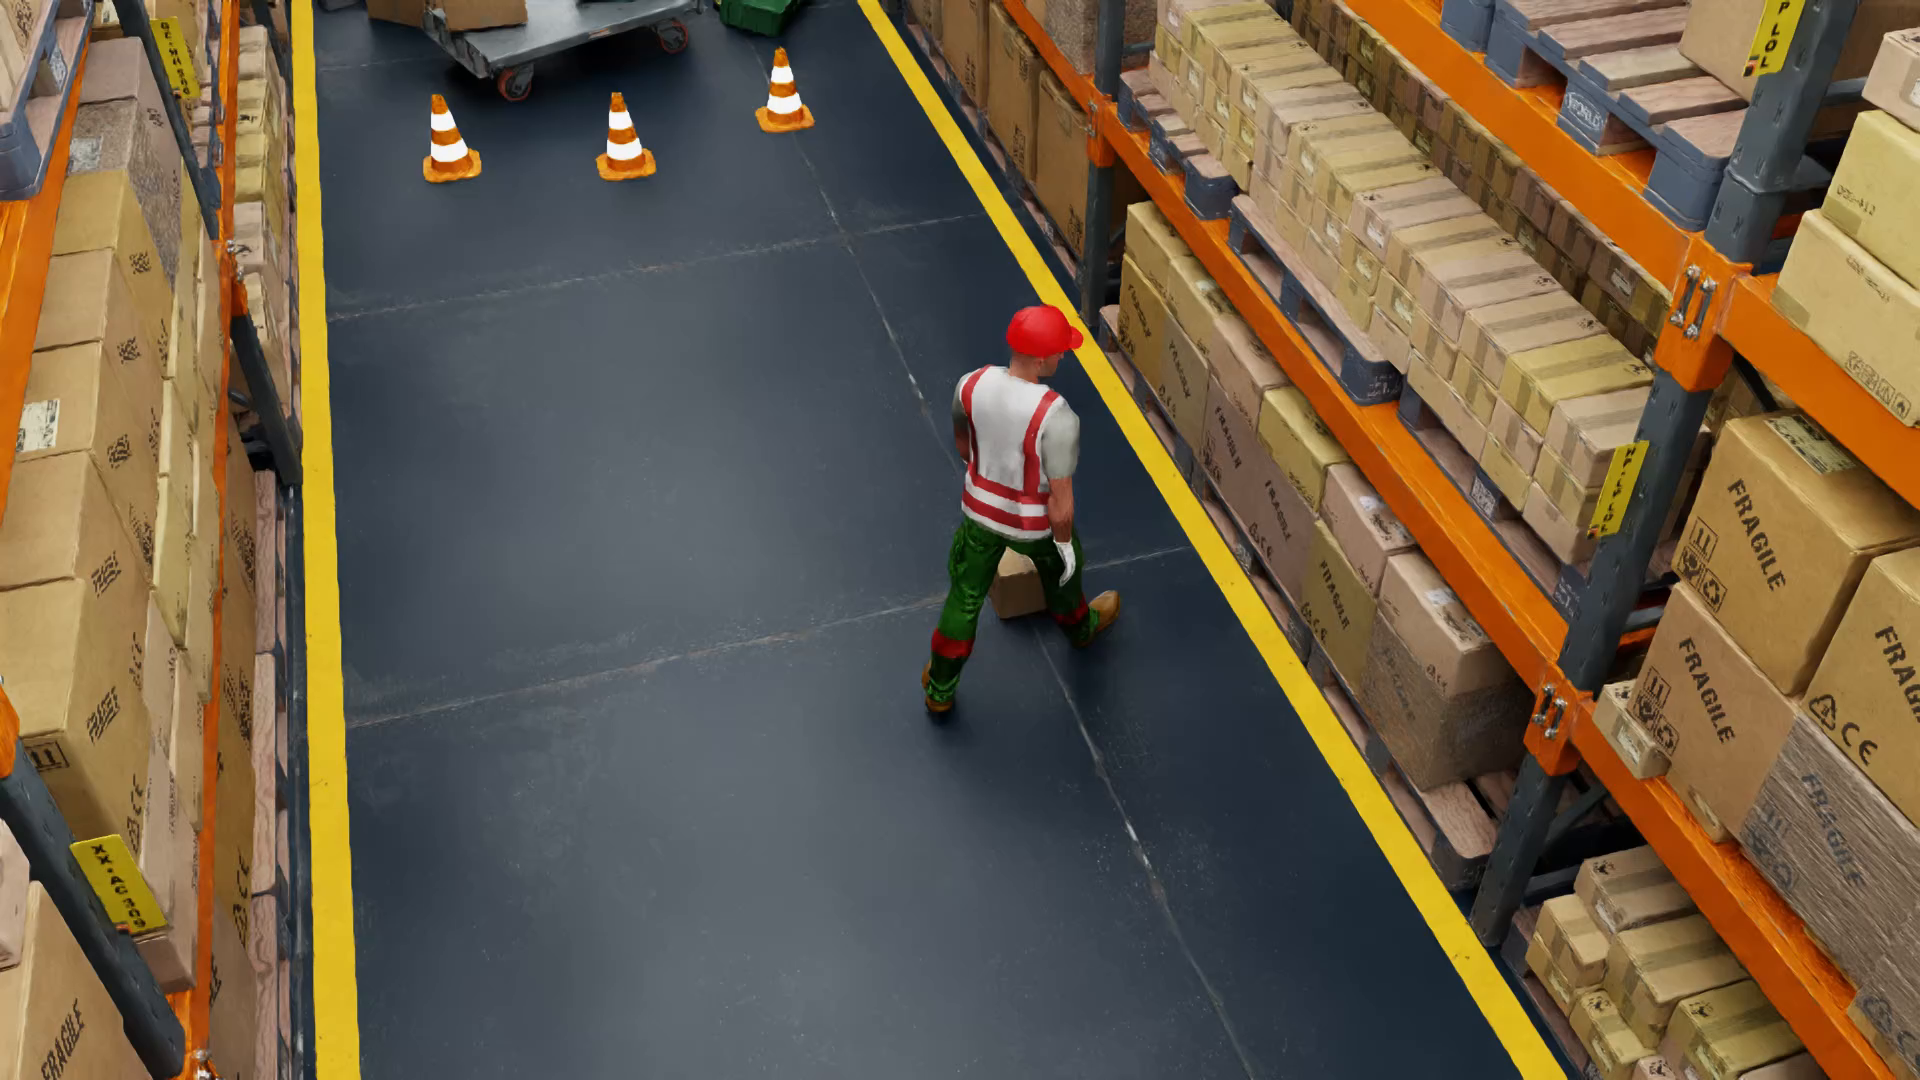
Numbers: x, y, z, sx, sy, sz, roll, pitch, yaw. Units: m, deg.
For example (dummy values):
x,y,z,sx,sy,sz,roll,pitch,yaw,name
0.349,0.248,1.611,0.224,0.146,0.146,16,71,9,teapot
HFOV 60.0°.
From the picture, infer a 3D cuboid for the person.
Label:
x,y,z,sx,sy,sz,roll,pitch,yaw,name
0.239,-0.152,6.319,0.627,1.753,0.900,21,46,22,person
